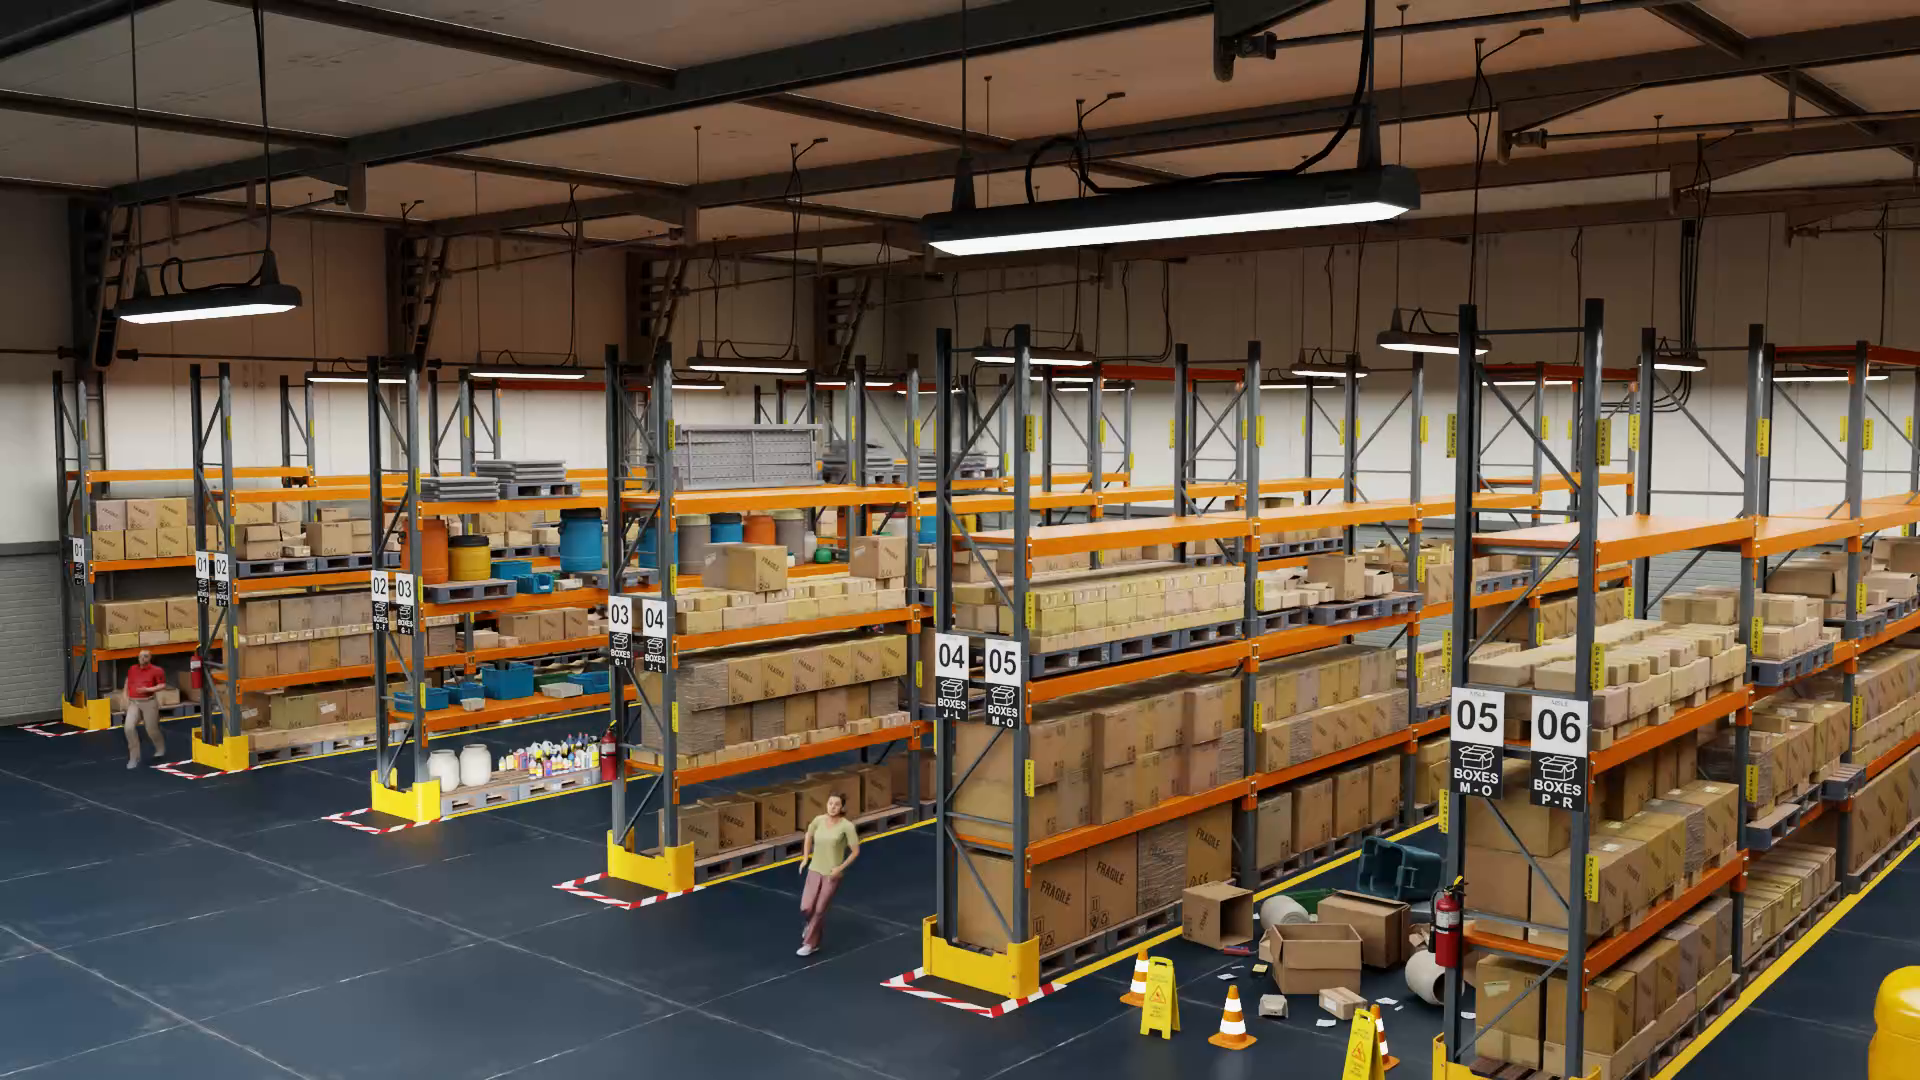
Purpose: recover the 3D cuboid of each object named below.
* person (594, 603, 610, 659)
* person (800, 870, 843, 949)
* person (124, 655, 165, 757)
[{"bbox_3d":[-7.147,1.984,33.782,0.384,1.492,0.797,2,4,21],"label":"person"},{"bbox_3d":[-1.349,3.523,15.987,0.392,0.874,0.466,1,4,15],"label":"person"},{"bbox_3d":[-12.276,2.463,25.023,0.412,1.512,0.715,0,4,-5],"label":"person"}]
